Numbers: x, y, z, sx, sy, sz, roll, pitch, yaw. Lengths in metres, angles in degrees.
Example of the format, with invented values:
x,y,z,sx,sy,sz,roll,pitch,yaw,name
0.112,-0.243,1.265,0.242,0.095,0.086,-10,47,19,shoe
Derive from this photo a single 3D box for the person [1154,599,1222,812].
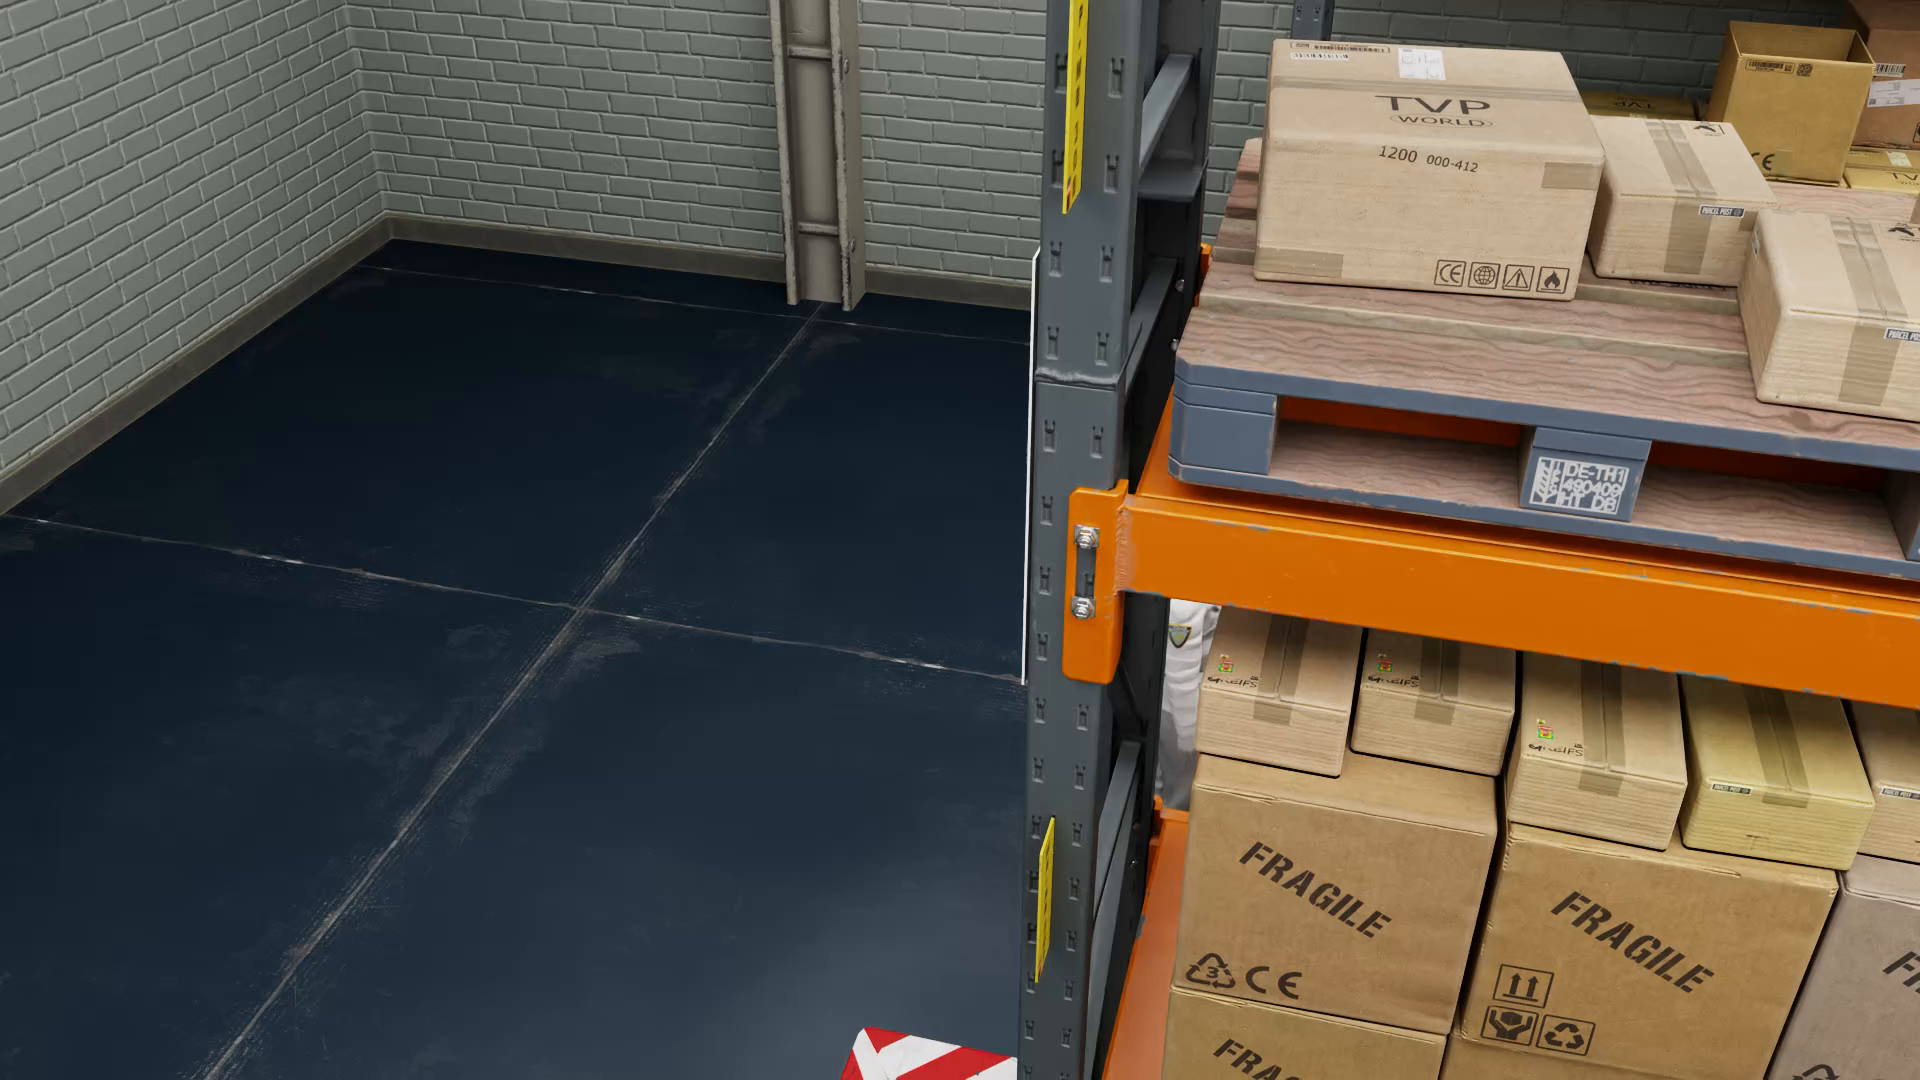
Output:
x,y,z,sx,sy,sz,roll,pitch,yaw,name
0.751,0.504,5.370,0.343,1.703,0.465,9,34,13,person
